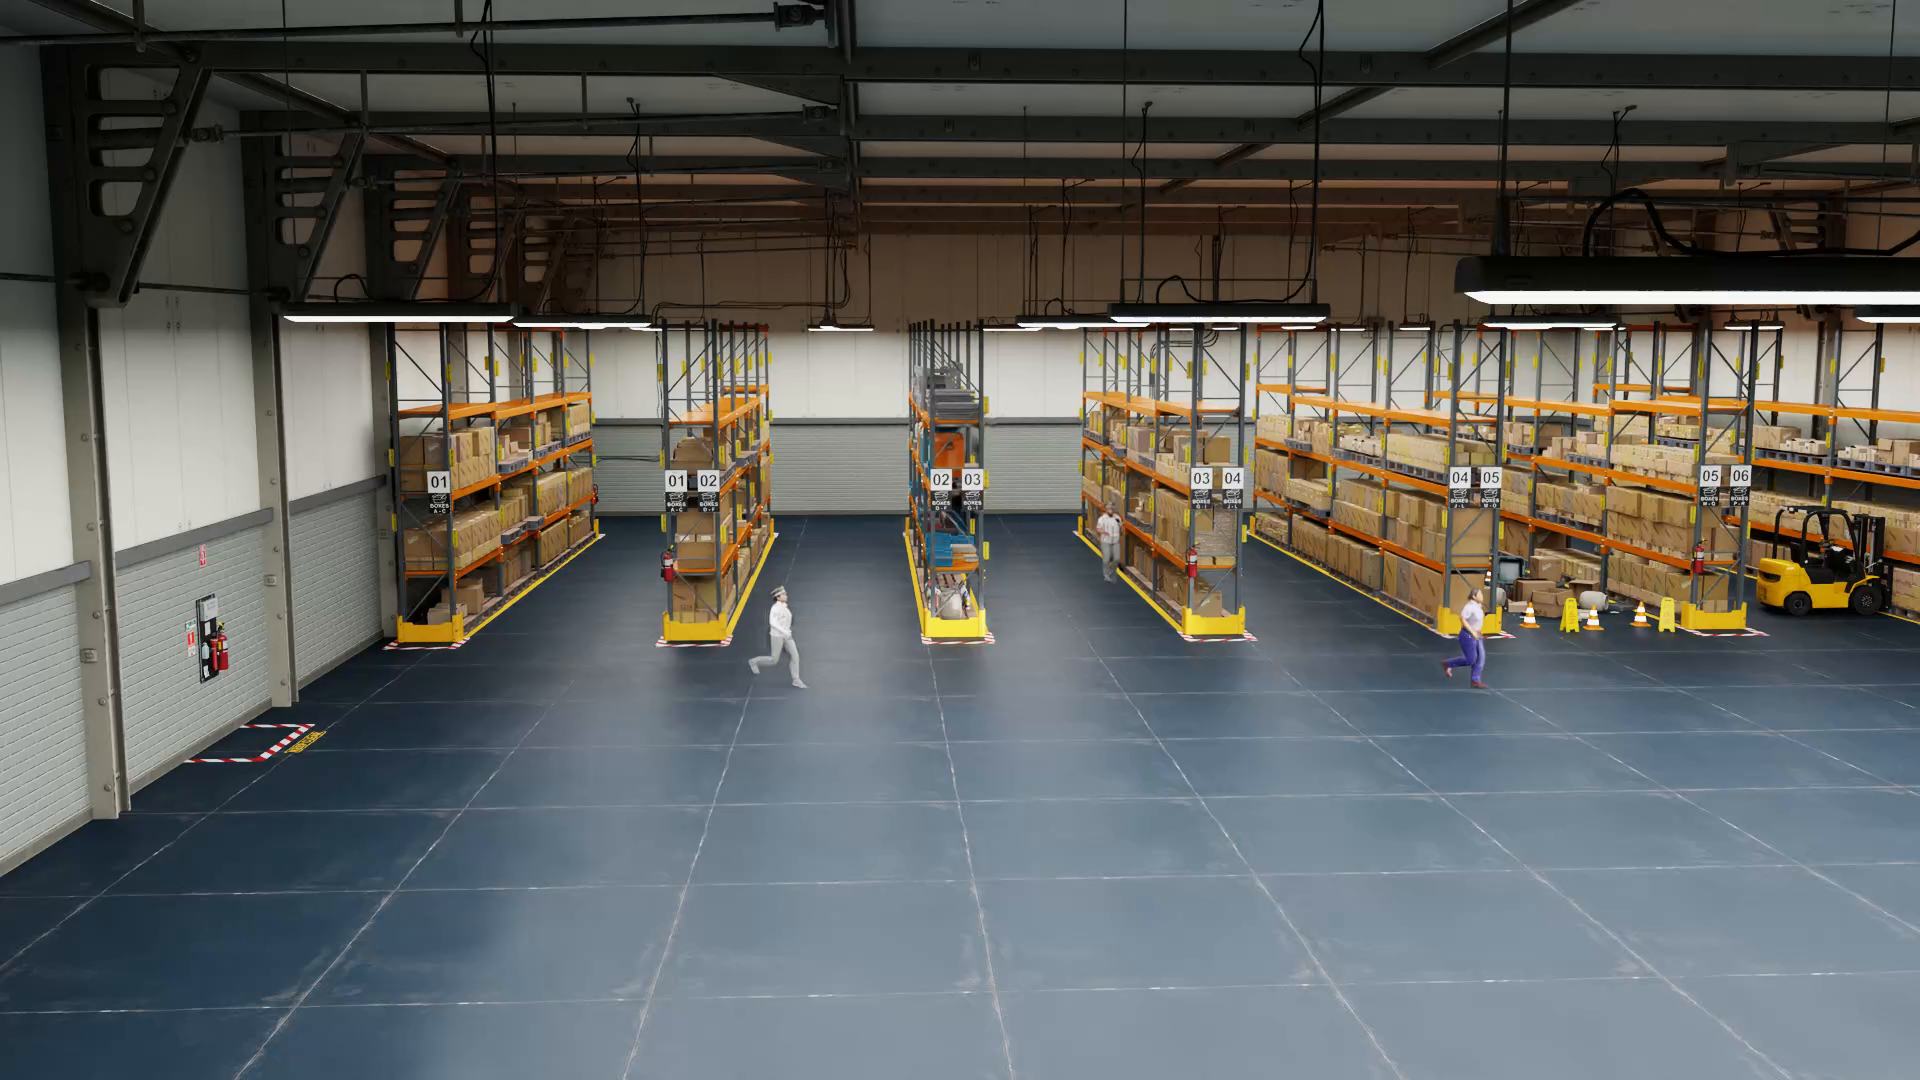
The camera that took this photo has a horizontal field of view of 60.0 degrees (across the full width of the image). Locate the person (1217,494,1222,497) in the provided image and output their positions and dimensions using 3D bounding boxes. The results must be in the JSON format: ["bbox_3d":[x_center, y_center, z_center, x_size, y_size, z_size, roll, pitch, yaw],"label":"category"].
[{"bbox_3d":[7.225,-0.941,46.916,0.683,1.787,0.932,2,7,14],"label":"person"}]

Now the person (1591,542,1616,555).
[{"bbox_3d":[16.683,-0.477,43.021,0.697,1.850,0.798,-2,7,-15],"label":"person"}]

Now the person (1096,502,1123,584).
[{"bbox_3d":[3.321,0.084,36.547,0.616,1.819,0.599,-1,7,-11],"label":"person"}]

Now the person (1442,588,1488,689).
[{"bbox_3d":[8.303,1.594,27.189,0.757,1.620,0.630,4,8,32],"label":"person"}]

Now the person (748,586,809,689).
[{"bbox_3d":[-2.956,1.584,27.062,1.018,1.689,0.593,3,8,20],"label":"person"}]
